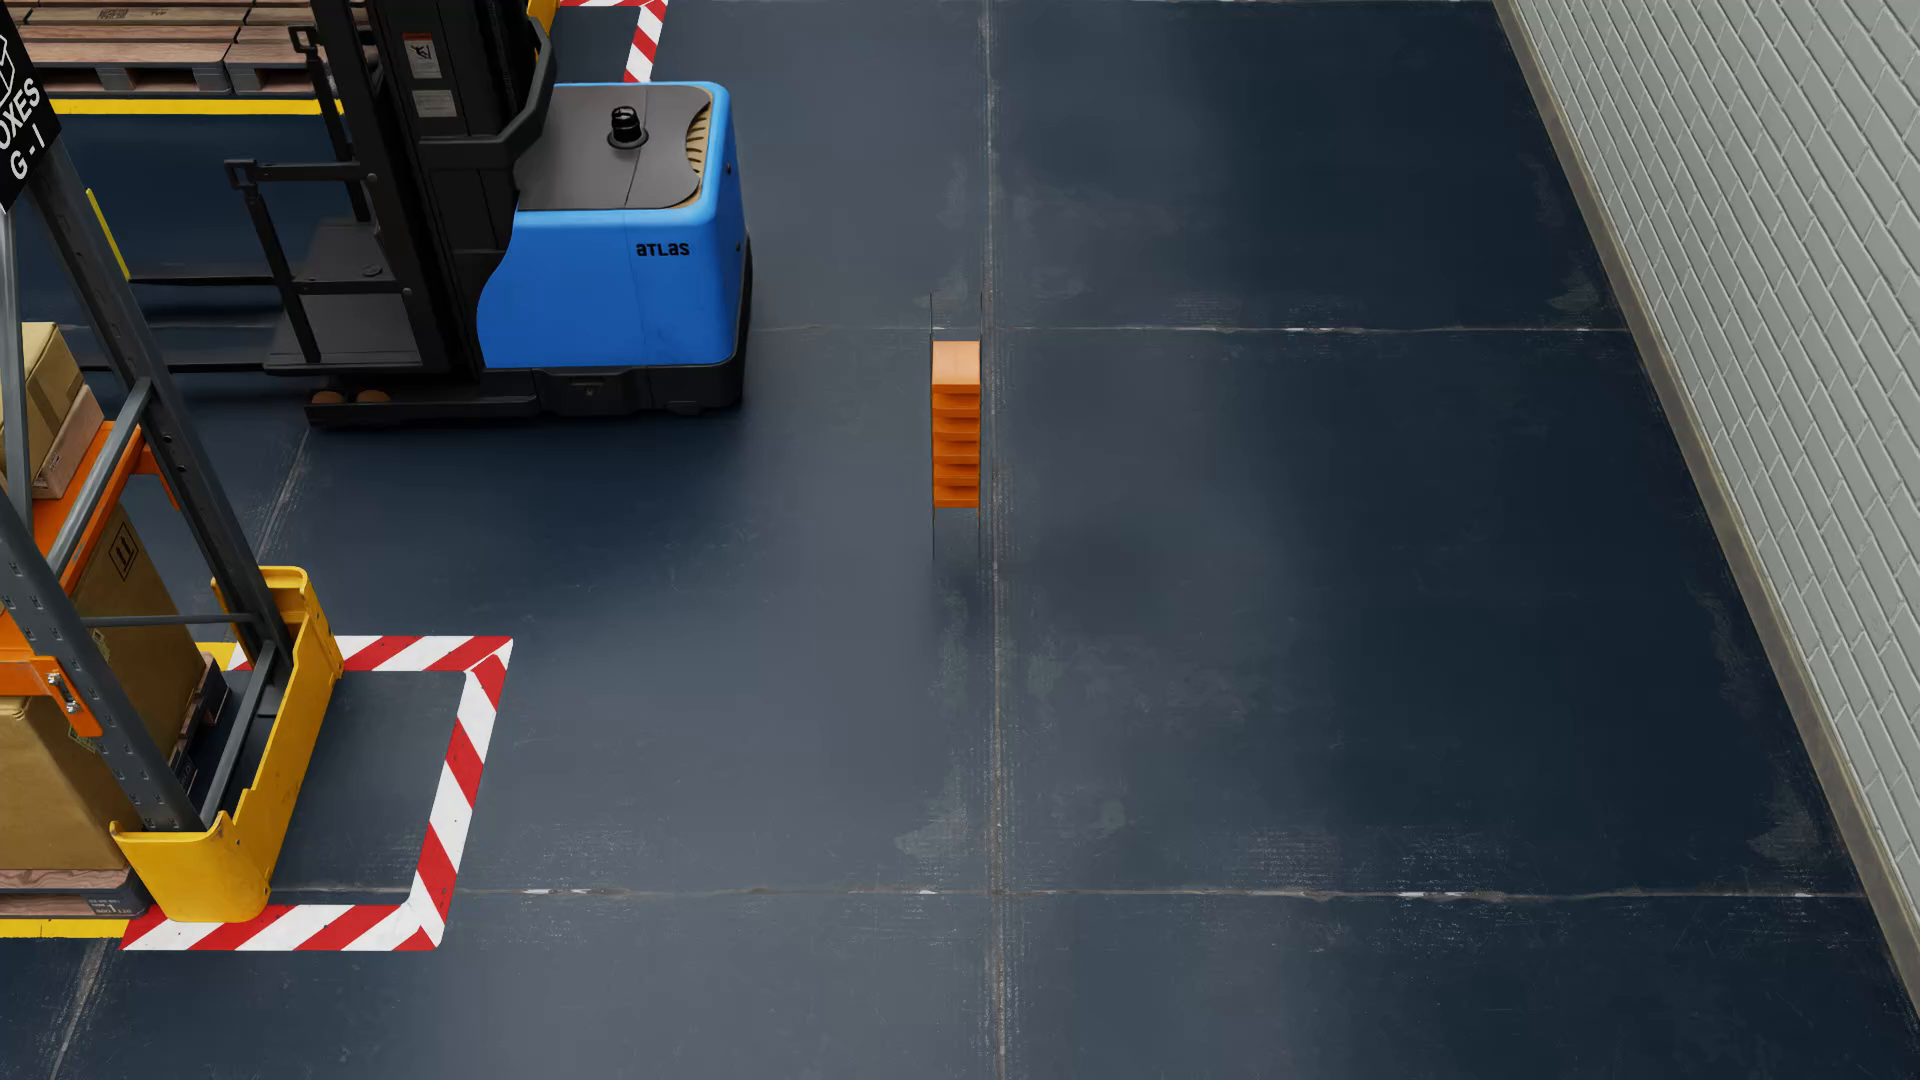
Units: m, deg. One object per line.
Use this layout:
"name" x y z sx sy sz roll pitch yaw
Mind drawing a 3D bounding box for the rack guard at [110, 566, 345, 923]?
"rack guard" -2.536 0.695 5.842 0.348 0.500 1.175 0 47 0

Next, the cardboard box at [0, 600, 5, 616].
"cardboard box" -2.918 0.169 4.796 0.250 0.149 0.380 1 47 1

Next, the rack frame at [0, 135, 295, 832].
"rack frame" -2.560 -0.157 4.927 0.127 3.000 1.000 0 47 0

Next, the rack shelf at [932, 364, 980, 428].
"rack shelf" -0.014 -0.542 6.248 0.180 0.103 0.258 0 47 0

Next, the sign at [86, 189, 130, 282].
"sign" -2.552 -0.885 4.960 0.005 0.325 0.100 0 47 0

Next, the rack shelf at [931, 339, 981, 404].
"rack shelf" -0.014 -0.624 6.161 0.180 0.103 0.258 0 47 0

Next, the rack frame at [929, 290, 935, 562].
"rack frame" -0.106 -0.409 6.392 0.006 1.200 0.240 0 47 0

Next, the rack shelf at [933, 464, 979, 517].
"rack shelf" -0.014 -0.215 6.600 0.180 0.103 0.258 0 47 0

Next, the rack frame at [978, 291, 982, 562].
"rack frame" 0.077 -0.409 6.391 0.006 1.200 0.240 0 47 0

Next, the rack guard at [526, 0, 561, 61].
"rack guard" -2.518 -2.940 9.226 0.348 0.500 1.175 0 47 0

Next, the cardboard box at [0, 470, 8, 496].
"cardboard box" -3.046 -0.014 4.694 0.500 0.250 0.500 -1 47 0

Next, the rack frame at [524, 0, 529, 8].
"rack frame" -2.542 -3.782 8.302 0.127 3.000 1.000 0 47 0

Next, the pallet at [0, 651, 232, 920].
"pallet" -3.360 0.848 5.897 1.213 0.211 1.003 0 47 0

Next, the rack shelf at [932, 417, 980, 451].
"rack shelf" -0.014 -0.460 6.336 0.180 0.103 0.258 0 47 0

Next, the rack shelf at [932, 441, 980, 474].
"rack shelf" -0.014 -0.379 6.424 0.180 0.103 0.258 0 47 0

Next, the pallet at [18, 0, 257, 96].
"pallet" -4.583 -2.868 9.356 1.213 0.211 1.003 0 47 0

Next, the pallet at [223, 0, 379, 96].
"pallet" -3.366 -2.863 9.351 1.213 0.211 1.003 0 47 0

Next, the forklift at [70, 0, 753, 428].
"forklift" -2.486 -1.883 6.581 3.031 2.935 1.130 -1 47 -1

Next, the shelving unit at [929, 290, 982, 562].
"shelving unit" -0.014 -0.409 6.392 0.189 1.200 0.258 0 47 0

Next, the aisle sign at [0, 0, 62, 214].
"aisle sign" -2.487 -1.262 4.180 0.004 0.787 0.394 0 47 0

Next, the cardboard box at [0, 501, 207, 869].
"cardboard box" -3.201 0.481 5.499 0.875 0.875 0.875 0 47 0

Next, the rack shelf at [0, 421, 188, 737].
"rack shelf" -4.560 0.083 5.196 4.000 0.370 1.077 0 47 0

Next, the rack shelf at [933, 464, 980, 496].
"rack shelf" -0.014 -0.297 6.512 0.180 0.103 0.258 0 47 0

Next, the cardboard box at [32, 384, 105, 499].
"cardboard box" -2.914 -0.314 5.245 0.250 0.149 0.380 1 47 1

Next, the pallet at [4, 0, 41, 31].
"pallet" -5.806 -2.869 9.357 1.213 0.211 1.003 0 47 0

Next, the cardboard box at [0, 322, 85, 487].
"cardboard box" -3.039 -0.406 5.059 0.500 0.250 0.500 -1 47 -1
